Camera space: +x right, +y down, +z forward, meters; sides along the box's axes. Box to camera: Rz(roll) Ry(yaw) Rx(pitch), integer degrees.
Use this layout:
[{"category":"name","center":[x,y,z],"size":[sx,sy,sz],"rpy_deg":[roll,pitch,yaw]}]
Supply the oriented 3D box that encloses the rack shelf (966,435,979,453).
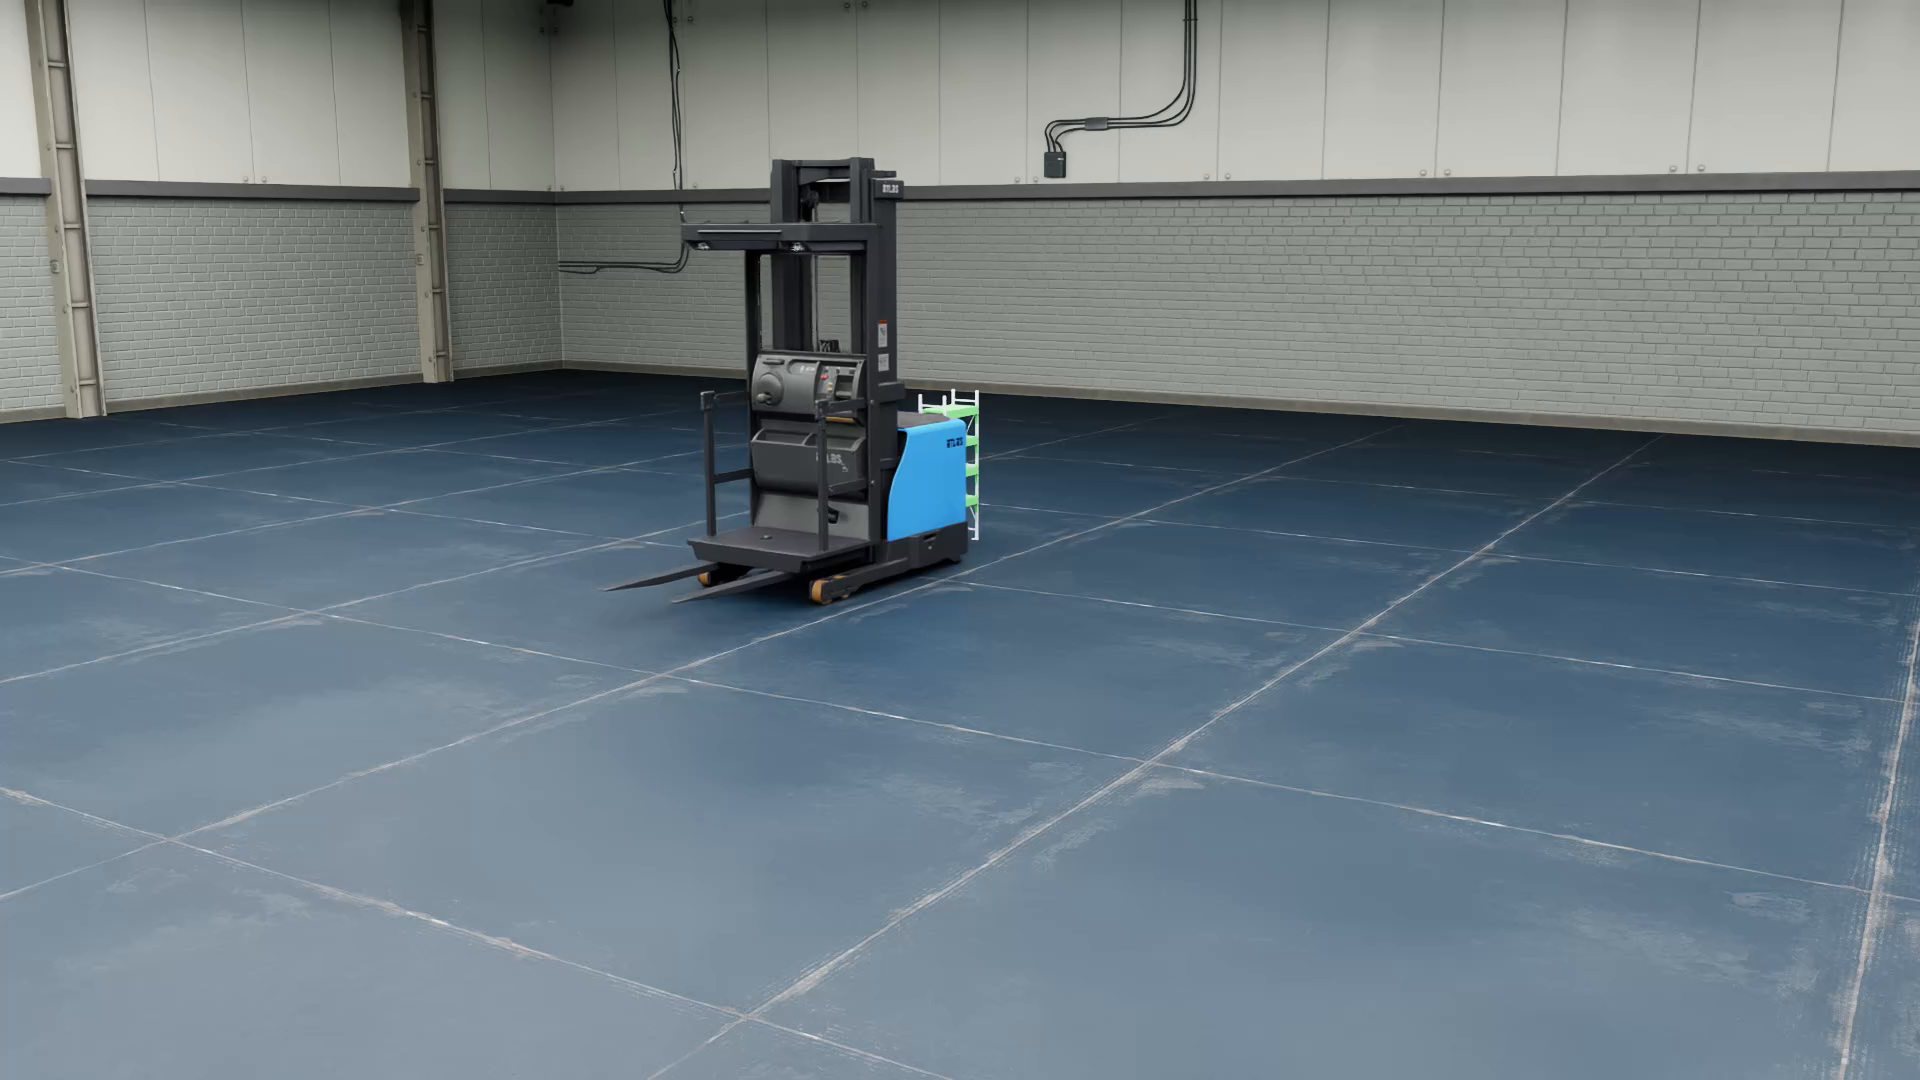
[{"category":"rack shelf","center":[-0.086,-0.737,13.087],"size":[0.258,0.148,0.480],"rpy_deg":[6,12,31]}]

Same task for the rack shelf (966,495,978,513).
[{"category":"rack shelf","center":[-0.086,-0.265,13.175],"size":[0.258,0.148,0.480],"rpy_deg":[6,12,31]}]

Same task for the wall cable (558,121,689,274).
[{"category":"wall cable","center":[-5.884,-5.829,28.486],"size":[3.097,2.526,0.112],"rpy_deg":[6,12,31]}]

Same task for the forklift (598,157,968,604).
[{"category":"forklift","center":[-1.173,-1.110,11.331],"size":[1.130,2.935,3.031],"rpy_deg":[7,13,33]}]

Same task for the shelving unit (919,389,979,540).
[{"category":"shelving unit","center":[-0.086,-0.564,13.119],"size":[0.258,1.200,0.503],"rpy_deg":[6,12,31]}]

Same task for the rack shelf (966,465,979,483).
[{"category":"rack shelf","center":[-0.086,-0.501,13.131],"size":[0.258,0.148,0.480],"rpy_deg":[6,12,31]}]

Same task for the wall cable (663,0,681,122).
[{"category":"wall cable","center":[-3.571,-8.053,26.641],"size":[3.097,2.526,0.112],"rpy_deg":[6,12,31]}]

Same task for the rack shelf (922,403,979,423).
[{"category":"rack shelf","center":[-0.086,-0.973,13.043],"size":[0.258,0.148,0.480],"rpy_deg":[6,12,31]}]

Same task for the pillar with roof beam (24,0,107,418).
[{"category":"pillar with roof beam","center":[-7.979,-5.663,19.163],"size":[9.100,9.000,0.400],"rpy_deg":[6,12,31]}]

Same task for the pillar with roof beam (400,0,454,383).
[{"category":"pillar with roof beam","center":[-4.864,-6.607,24.203],"size":[9.100,9.000,0.548],"rpy_deg":[6,12,31]}]

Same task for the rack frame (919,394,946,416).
[{"category":"rack frame","center":[-0.213,-0.525,12.914],"size":[0.240,1.200,0.015],"rpy_deg":[6,12,31]}]

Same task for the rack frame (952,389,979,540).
[{"category":"rack frame","center":[0.041,-0.602,13.324],"size":[0.240,1.200,0.015],"rpy_deg":[6,12,31]}]

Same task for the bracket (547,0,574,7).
[{"category":"bracket","center":[-6.794,-9.191,28.227],"size":[0.235,0.232,0.430],"rpy_deg":[6,12,31]}]

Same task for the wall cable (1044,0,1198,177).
[{"category":"wall cable","center":[2.222,-8.117,23.029],"size":[2.305,6.003,0.169],"rpy_deg":[6,12,31]}]
